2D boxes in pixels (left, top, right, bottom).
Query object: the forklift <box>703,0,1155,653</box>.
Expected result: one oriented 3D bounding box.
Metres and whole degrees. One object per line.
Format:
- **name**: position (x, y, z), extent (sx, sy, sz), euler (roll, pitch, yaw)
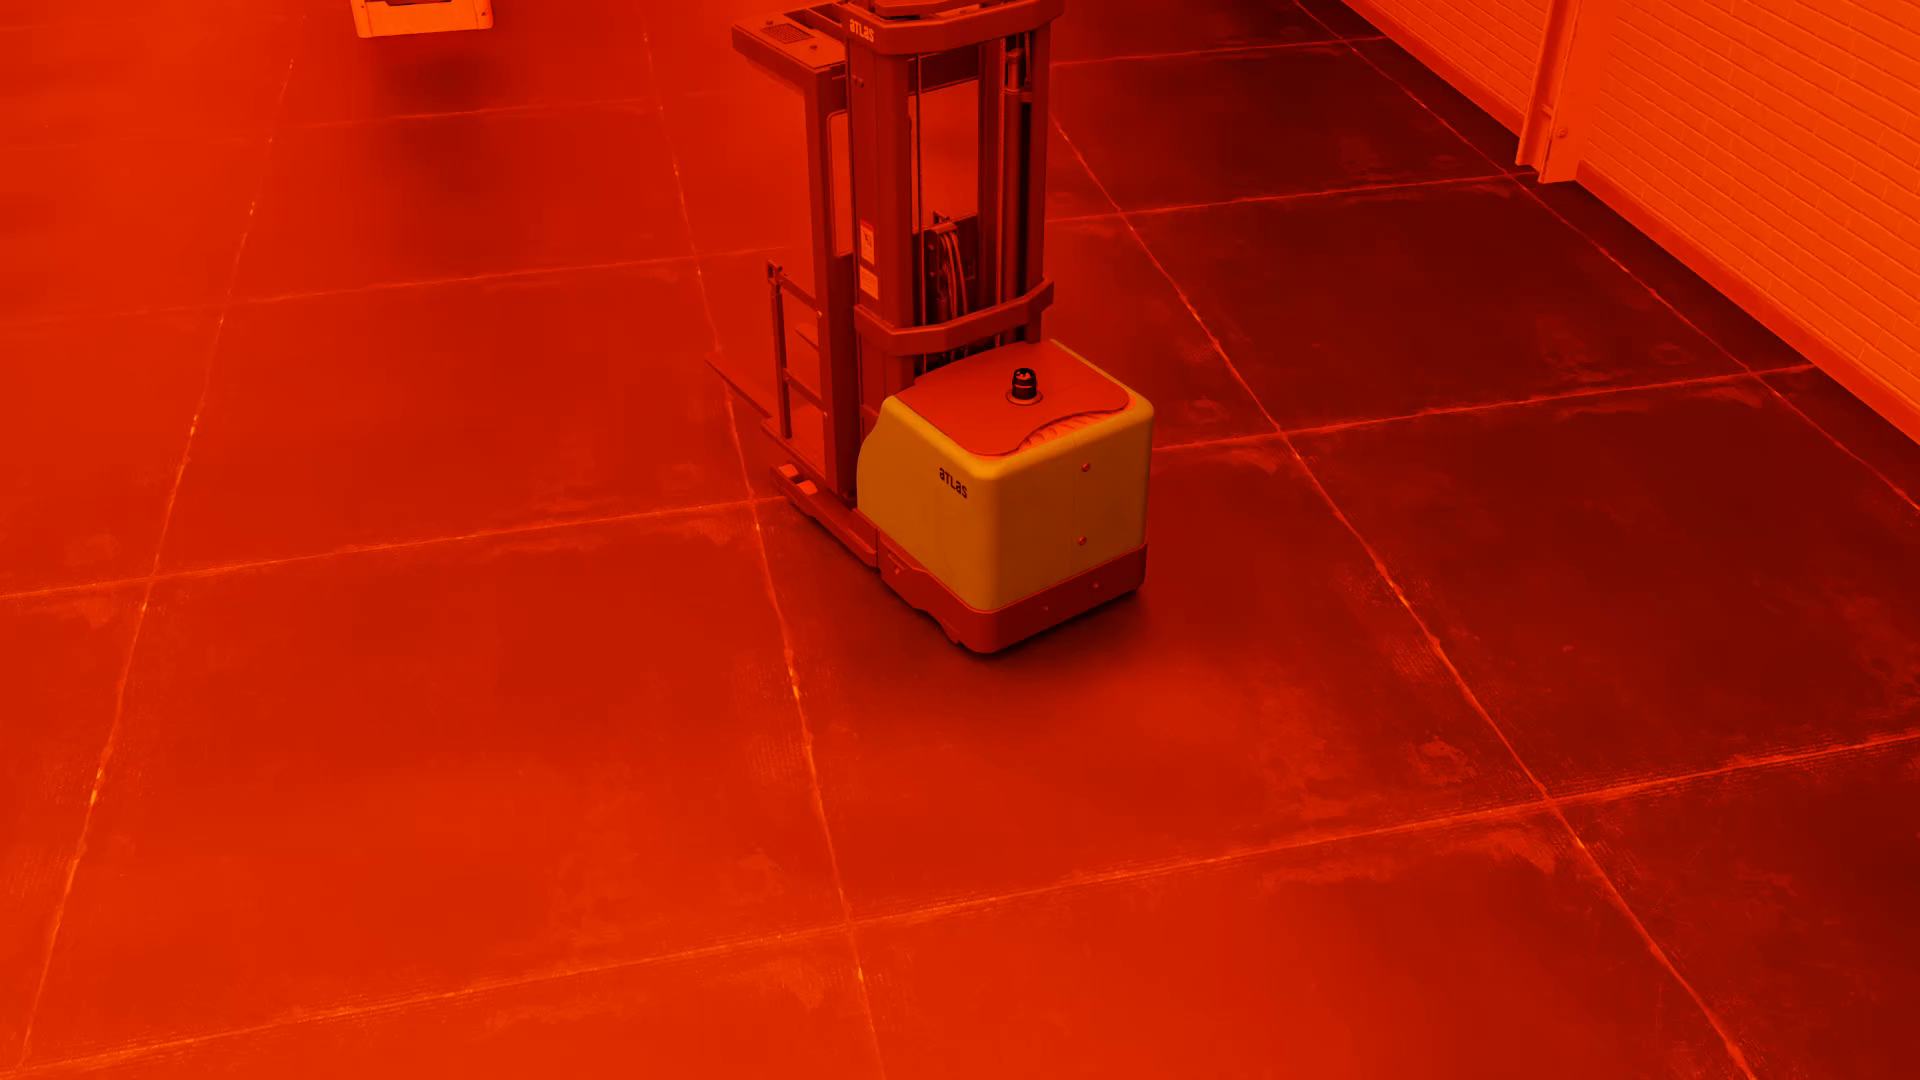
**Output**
- **forklift**: position (-0.350, -1.480, 8.107), extent (1.130, 2.935, 3.031), euler (-22, 41, -28)
